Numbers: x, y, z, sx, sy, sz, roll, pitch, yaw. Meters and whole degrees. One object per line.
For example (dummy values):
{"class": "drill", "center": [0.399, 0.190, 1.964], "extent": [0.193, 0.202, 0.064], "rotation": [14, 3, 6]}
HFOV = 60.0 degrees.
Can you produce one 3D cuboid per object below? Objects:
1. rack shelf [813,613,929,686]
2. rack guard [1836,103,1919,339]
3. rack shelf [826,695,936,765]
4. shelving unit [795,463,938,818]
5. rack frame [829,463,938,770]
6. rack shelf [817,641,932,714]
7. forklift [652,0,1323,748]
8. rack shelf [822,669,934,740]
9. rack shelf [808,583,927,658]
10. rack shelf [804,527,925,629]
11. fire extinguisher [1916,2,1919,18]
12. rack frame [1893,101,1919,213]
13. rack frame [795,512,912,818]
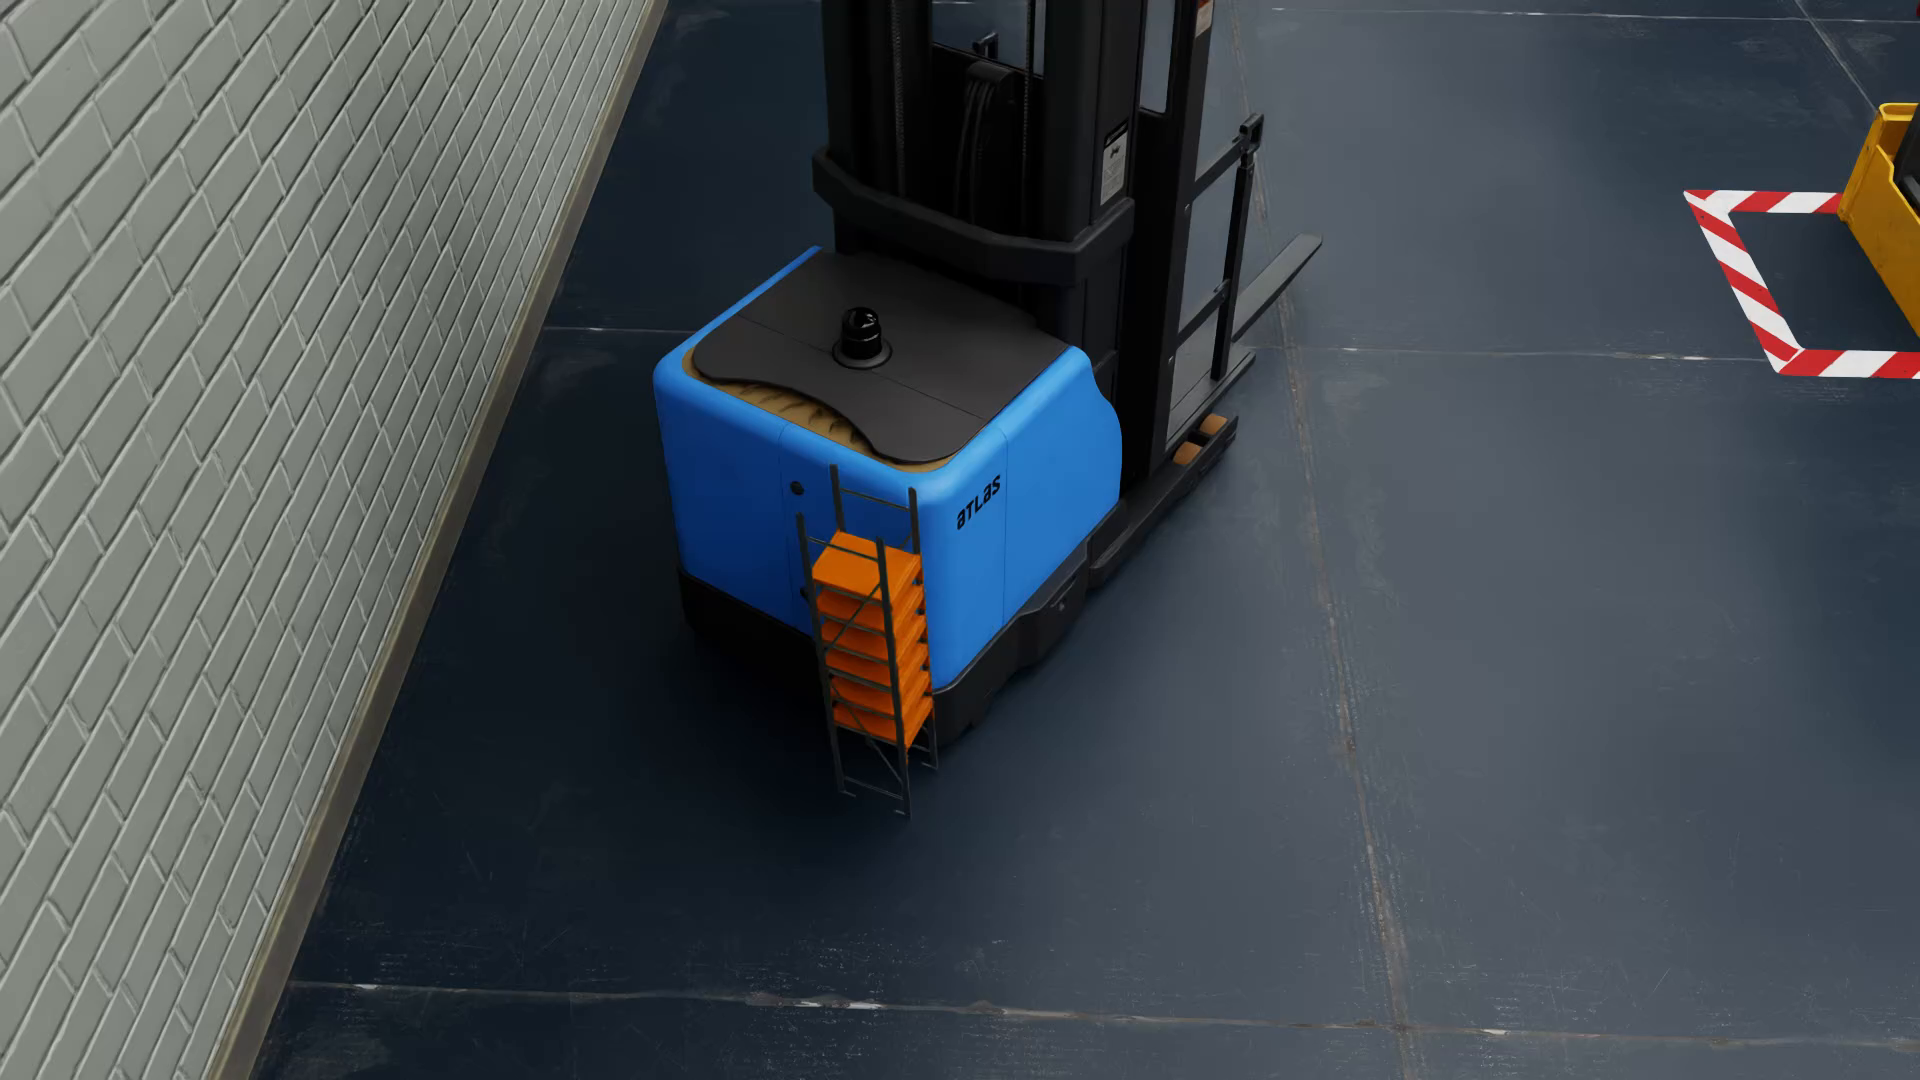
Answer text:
{"class": "rack shelf", "center": [-0.237, 0.259, 4.472], "extent": [0.258, 0.103, 0.180], "rotation": [17, 50, 18]}
{"class": "rack guard", "center": [3.989, -1.251, 6.726], "extent": [0.348, 0.500, 1.175], "rotation": [2, 43, 2]}
{"class": "rack shelf", "center": [-0.224, 0.504, 4.736], "extent": [0.258, 0.103, 0.180], "rotation": [17, 50, 18]}
{"class": "shelving unit", "center": [-0.234, 0.311, 4.527], "extent": [0.258, 1.200, 0.189], "rotation": [17, 50, 18]}
{"class": "rack frame", "center": [-0.197, 0.248, 4.583], "extent": [0.240, 1.200, 0.006], "rotation": [17, 50, 18]}
{"class": "rack shelf", "center": [-0.233, 0.341, 4.560], "extent": [0.258, 0.103, 0.180], "rotation": [17, 50, 18]}
{"class": "forklift", "center": [0.350, -1.424, 5.128], "extent": [1.130, 2.935, 3.031], "rotation": [25, 48, 24]}
{"class": "rack shelf", "center": [-0.229, 0.422, 4.648], "extent": [0.258, 0.103, 0.180], "rotation": [17, 50, 18]}
{"class": "rack shelf", "center": [-0.241, 0.178, 4.383], "extent": [0.258, 0.103, 0.180], "rotation": [17, 50, 18]}
{"class": "rack shelf", "center": [-0.246, 0.097, 4.295], "extent": [0.258, 0.103, 0.180], "rotation": [17, 50, 18]}
{"class": "fire extinguisher", "center": [3.884, -2.323, 6.374], "extent": [0.183, 0.674, 0.296], "rotation": [2, 43, 2]}
{"class": "rack frame", "center": [4.014, -2.174, 5.883], "extent": [0.127, 3.000, 1.000], "rotation": [2, 43, 2]}
{"class": "rack frame", "center": [-0.272, 0.373, 4.471], "extent": [0.240, 1.200, 0.006], "rotation": [17, 50, 18]}
